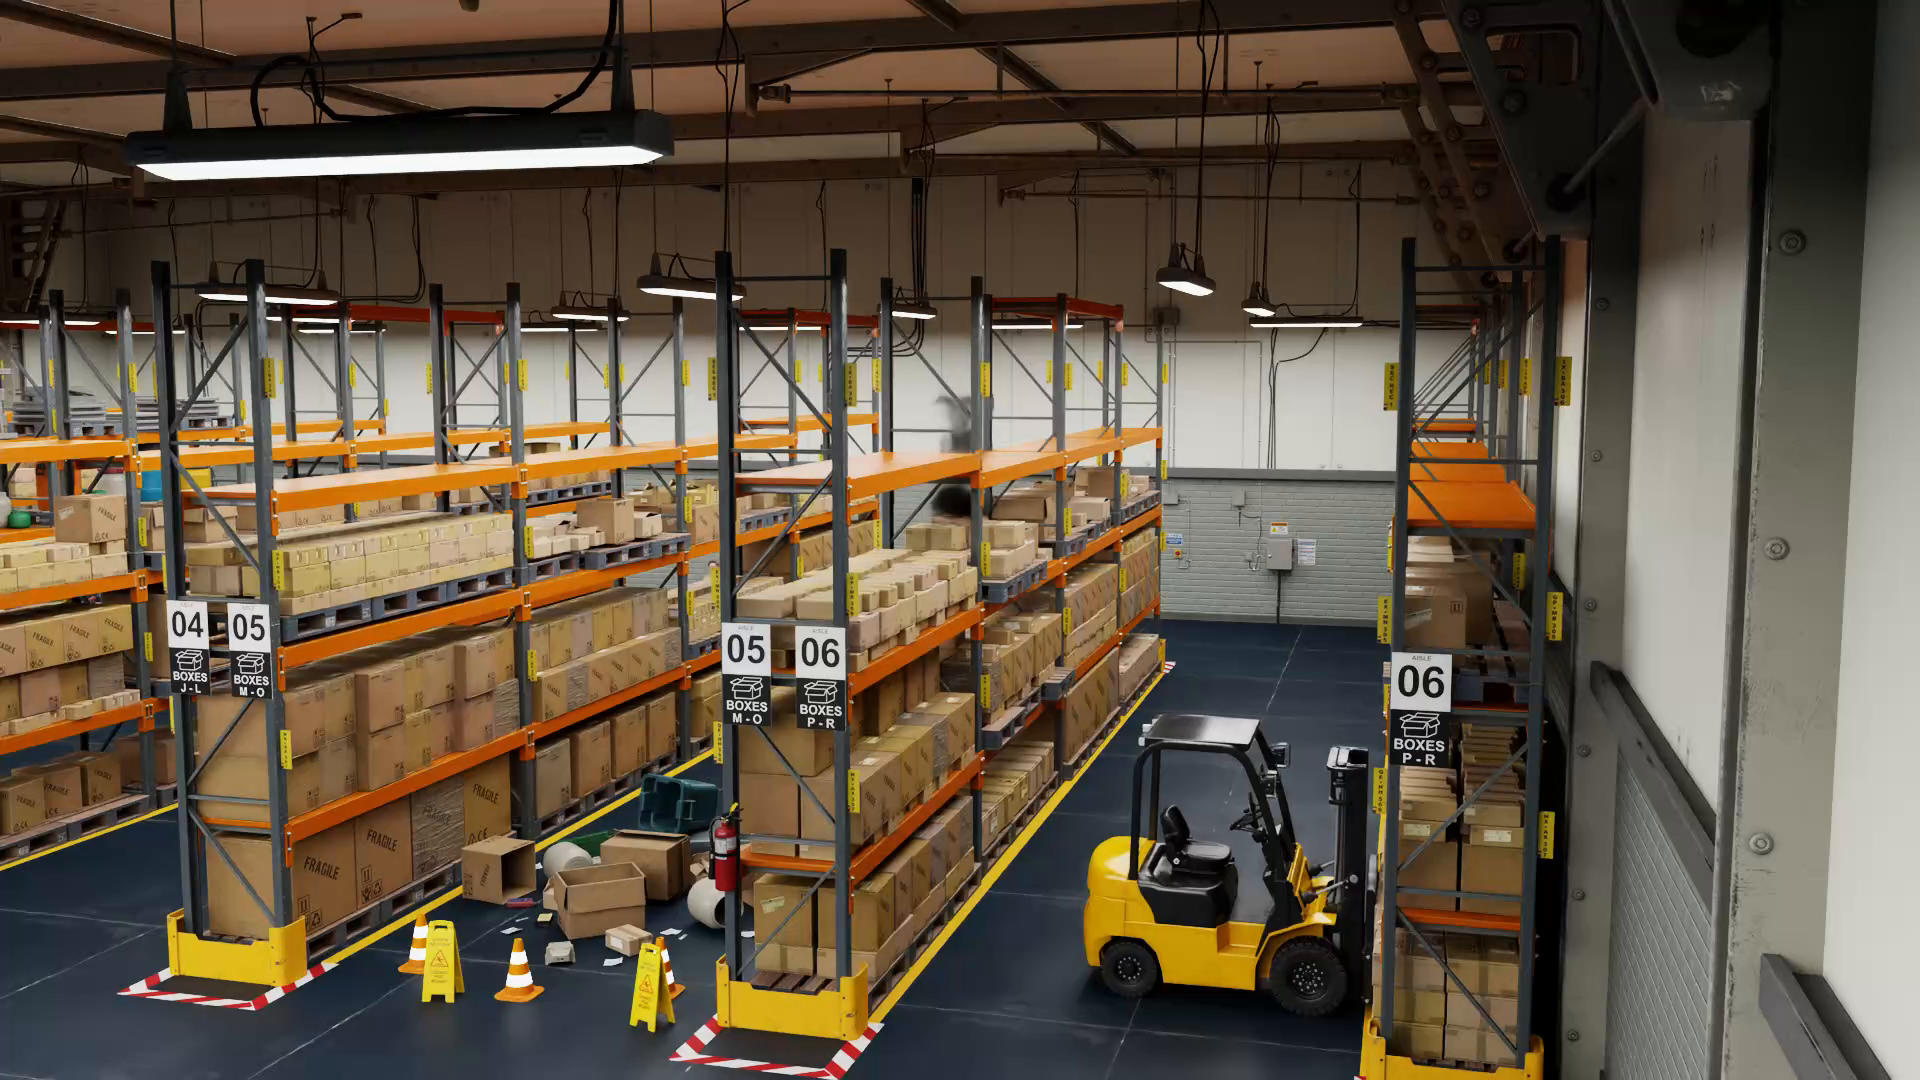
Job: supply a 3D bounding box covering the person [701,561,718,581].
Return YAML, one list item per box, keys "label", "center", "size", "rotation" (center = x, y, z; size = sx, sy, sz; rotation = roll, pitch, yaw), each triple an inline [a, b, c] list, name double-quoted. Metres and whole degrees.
- label: "person"
  center: [-4.443, 1.188, 29.977]
  size: [0.587, 1.632, 0.519]
  rotation: [0, 6, 3]
